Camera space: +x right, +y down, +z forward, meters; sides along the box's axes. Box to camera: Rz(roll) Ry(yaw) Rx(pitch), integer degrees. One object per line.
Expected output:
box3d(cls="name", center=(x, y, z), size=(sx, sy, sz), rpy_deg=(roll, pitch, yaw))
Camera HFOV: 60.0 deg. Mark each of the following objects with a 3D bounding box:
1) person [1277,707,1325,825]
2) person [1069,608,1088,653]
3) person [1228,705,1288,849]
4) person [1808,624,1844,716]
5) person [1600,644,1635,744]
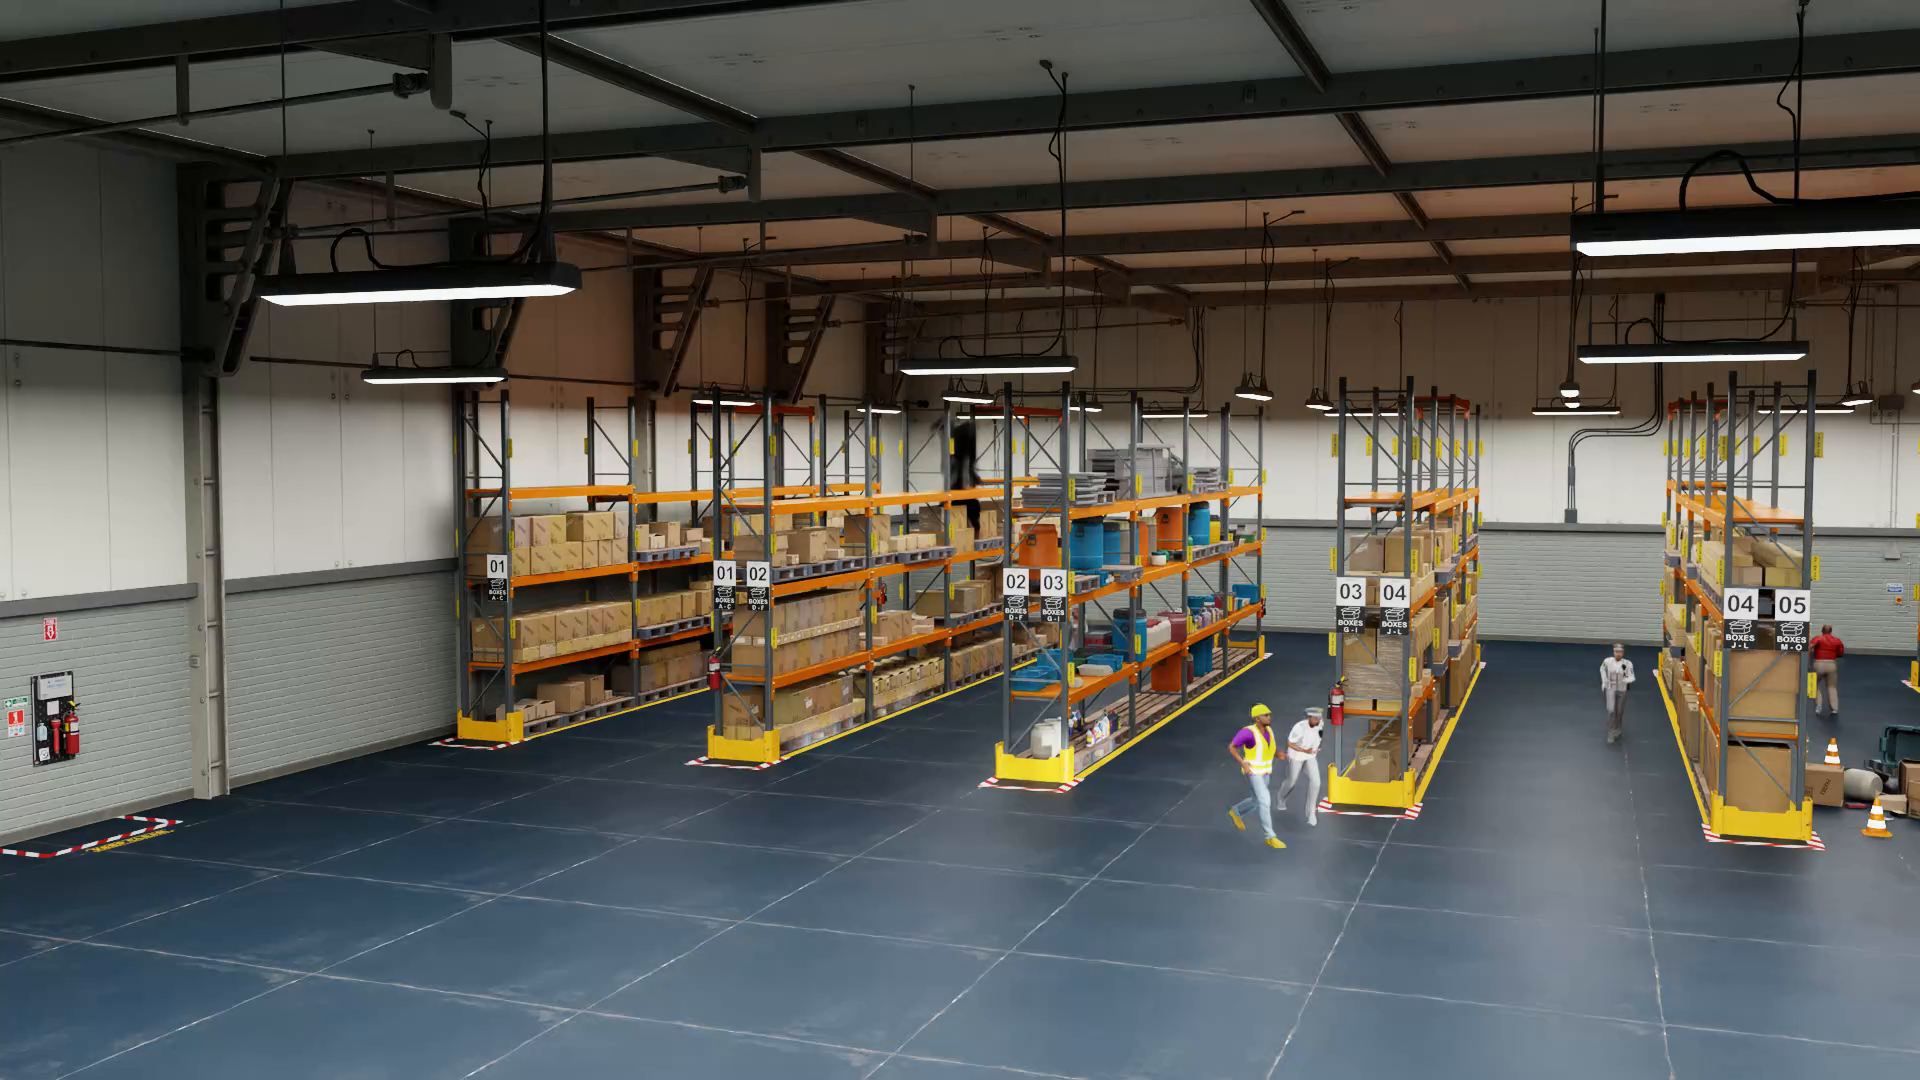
box3d(cls="person", center=(4.604, 3.008, 22.479), size=(0.619, 1.621, 0.975), rpy_deg=(-1, 3, -21))
box3d(cls="person", center=(2.552, 2.237, 36.533), size=(0.525, 1.528, 0.665), rpy_deg=(1, 3, 14))
box3d(cls="person", center=(3.736, 2.957, 21.069), size=(0.709, 1.768, 0.980), rpy_deg=(-3, 4, -43))
box3d(cls="person", center=(16.110, 2.447, 30.994), size=(0.671, 1.774, 0.901), rpy_deg=(1, 3, 20))
box3d(cls="person", center=(11.246, 2.609, 28.452), size=(0.530, 1.727, 0.861), rpy_deg=(1, 3, 16))
